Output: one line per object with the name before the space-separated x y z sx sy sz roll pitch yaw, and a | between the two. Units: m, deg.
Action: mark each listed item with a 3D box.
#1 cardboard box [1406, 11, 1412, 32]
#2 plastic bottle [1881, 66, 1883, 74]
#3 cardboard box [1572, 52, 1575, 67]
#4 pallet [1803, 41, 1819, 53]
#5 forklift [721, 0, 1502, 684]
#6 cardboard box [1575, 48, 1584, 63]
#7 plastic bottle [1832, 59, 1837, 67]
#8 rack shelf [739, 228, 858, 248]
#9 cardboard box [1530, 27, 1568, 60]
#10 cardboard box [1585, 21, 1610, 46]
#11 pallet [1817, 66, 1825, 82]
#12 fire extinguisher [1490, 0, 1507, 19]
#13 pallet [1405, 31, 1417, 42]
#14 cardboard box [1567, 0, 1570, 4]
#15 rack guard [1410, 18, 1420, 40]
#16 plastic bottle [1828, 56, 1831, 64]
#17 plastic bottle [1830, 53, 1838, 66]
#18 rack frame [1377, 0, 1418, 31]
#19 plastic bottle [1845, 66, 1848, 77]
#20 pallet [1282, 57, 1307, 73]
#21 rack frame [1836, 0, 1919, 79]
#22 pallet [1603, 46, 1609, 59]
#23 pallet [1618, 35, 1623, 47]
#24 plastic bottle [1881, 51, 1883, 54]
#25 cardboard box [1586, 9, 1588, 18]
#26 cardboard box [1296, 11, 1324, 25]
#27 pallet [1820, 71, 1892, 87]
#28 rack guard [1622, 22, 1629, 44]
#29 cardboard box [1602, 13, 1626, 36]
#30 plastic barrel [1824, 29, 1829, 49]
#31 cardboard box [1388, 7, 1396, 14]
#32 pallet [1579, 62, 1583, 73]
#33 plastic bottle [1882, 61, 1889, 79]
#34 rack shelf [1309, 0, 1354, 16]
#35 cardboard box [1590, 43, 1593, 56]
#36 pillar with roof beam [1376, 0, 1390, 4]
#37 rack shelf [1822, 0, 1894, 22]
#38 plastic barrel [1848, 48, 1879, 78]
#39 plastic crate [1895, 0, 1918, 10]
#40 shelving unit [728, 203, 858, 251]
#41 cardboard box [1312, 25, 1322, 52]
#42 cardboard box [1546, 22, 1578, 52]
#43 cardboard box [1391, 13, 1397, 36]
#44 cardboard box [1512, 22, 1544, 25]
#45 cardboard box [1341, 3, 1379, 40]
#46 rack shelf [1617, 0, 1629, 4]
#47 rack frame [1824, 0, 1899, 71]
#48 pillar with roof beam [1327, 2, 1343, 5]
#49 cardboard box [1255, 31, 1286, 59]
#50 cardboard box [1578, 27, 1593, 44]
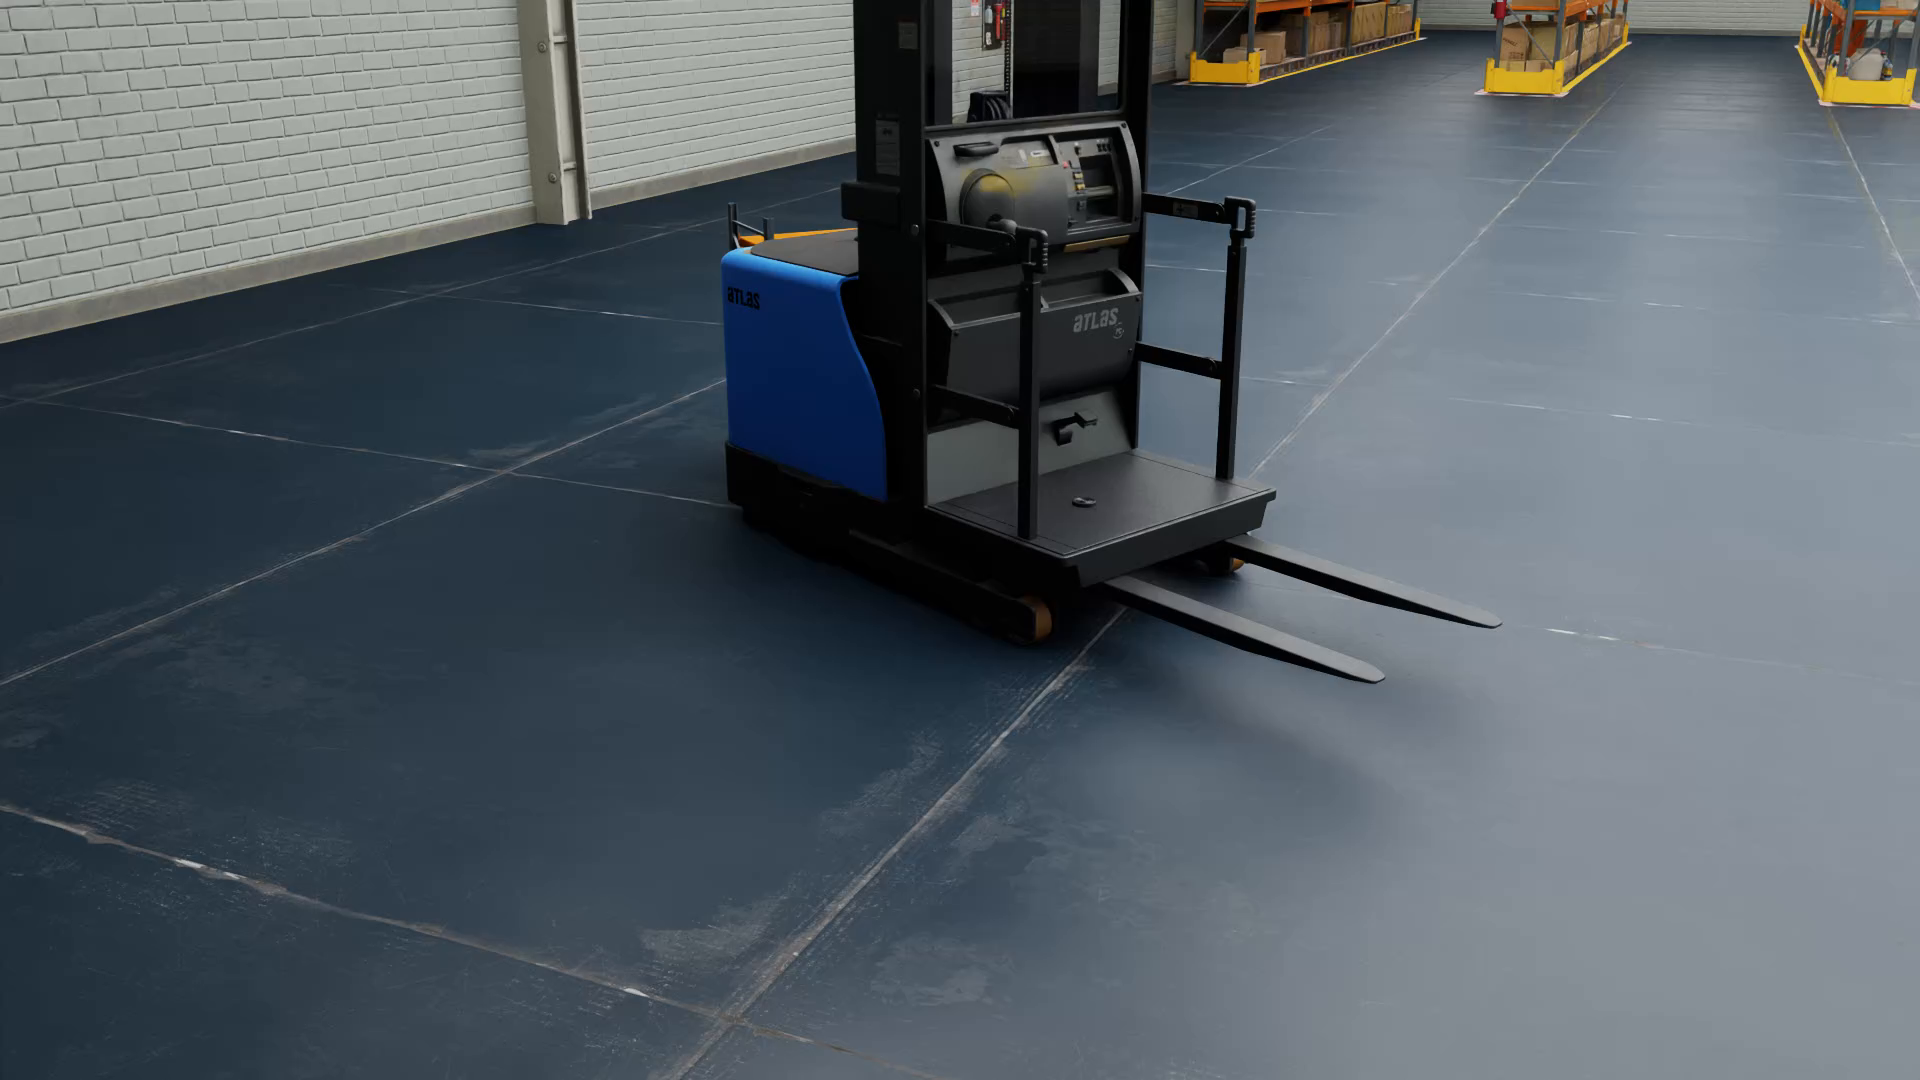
cardboard box | 10.874 -12.973 41.574 0.700 0.500 0.500 9 21 23
plastic bottle | 14.888 -7.559 26.766 0.097 0.201 0.097 0 20 0
cardboard box | 10.472 -8.413 29.125 0.500 0.250 0.500 9 21 23
pallet | 19.233 -10.889 36.772 1.003 0.211 1.213 9 21 23
forklift | 0.413 -1.225 5.538 1.130 2.935 3.031 -17 25 -39
cardboard box | 11.067 -8.825 30.285 0.500 0.250 0.500 8 21 21
plastic bottle | 13.939 -7.517 26.527 0.061 0.283 0.133 9 22 24
rack shelf | -0.432 -1.213 7.327 1.000 0.278 0.538 -9 22 -24
cardboard box | 9.664 -8.153 27.275 0.500 0.500 0.500 9 21 23
cardboard box | 13.389 -10.660 35.039 0.500 0.500 0.500 8 21 21
pallet | 15.480 -8.084 28.886 1.003 0.211 1.213 9 21 23
fire extinguisher | 8.566 -8.602 26.295 0.296 0.674 0.183 9 21 23
pallet | 10.813 -12.611 41.616 1.003 0.211 1.213 9 21 23
cardboard box | 9.872 -9.273 27.916 0.700 0.500 0.500 9 22 24
rack guard | 11.079 -13.010 42.305 1.175 0.500 0.348 9 21 23
plastic bottle | 14.556 -7.937 27.718 0.152 0.276 0.135 9 22 25
plastic bottle | 14.233 -7.735 27.037 0.144 0.351 0.185 8 21 22
rack frame | 11.069 -14.181 41.866 1.000 3.000 0.127 9 21 23
plastic bottle | 14.214 -7.545 26.727 0.097 0.201 0.097 0 20 0
pallet | 5.912 -8.988 31.427 1.003 0.211 1.213 9 21 23
rack frame | 13.556 -7.930 24.290 1.000 3.000 0.127 9 21 23
pallet | 13.155 -10.337 35.221 1.003 0.211 1.213 9 21 23
pallet | 15.233 -11.921 39.674 1.003 0.211 1.213 9 21 23
plastic bottle | 15.193 -7.876 27.434 0.144 0.351 0.185 8 21 21
cardboard box | 13.122 -11.242 35.558 0.500 0.250 0.500 9 21 23
cardboard box | 7.049 -10.567 33.660 0.500 0.250 0.500 8 21 22
pallet | 14.881 -7.639 27.635 1.003 0.211 1.213 9 21 23
rack guard | 15.559 -12.301 40.311 1.175 0.500 0.348 9 21 23
cardboard box | 15.592 -12.331 39.741 0.500 0.500 0.500 9 21 23
plastic barrel | 17.628 -10.083 33.431 0.421 0.512 0.421 0 20 0
cardboard box | 10.138 -12.578 39.495 0.380 0.149 0.250 9 22 25
pallet | 10.942 -8.750 30.759 1.003 0.211 1.213 9 21 23
plastic bottle | 14.723 -7.468 26.407 0.097 0.271 0.097 0 20 0
rack shelf | 6.974 -10.785 33.391 1.077 0.370 4.000 9 21 23
cardboard box | 11.905 -9.453 32.050 0.500 0.250 0.500 9 22 24
pillar with roof beam | 15.313 -17.360 41.854 9.100 9.000 0.400 9 21 23
rack shelf | 16.013 -9.425 29.568 1.077 0.370 4.000 9 21 23
plastic barrel | 13.961 -7.321 25.663 0.421 0.512 0.421 0 20 0
plastic crate | 14.216 -8.035 24.980 0.298 0.136 0.250 9 21 23
shelving unit | -0.432 -0.937 7.425 1.048 1.125 0.538 -9 22 -24
cardboard box | 6.853 -10.084 33.422 0.700 0.500 0.500 9 21 23
cardboard box | 10.470 -8.766 29.000 0.500 0.500 0.500 9 21 23
cardboard box | 10.040 -12.346 39.810 0.700 0.500 0.500 8 21 22
cardboard box | 9.791 -8.685 28.770 0.500 0.500 0.500 9 21 23
cardboard box | 8.922 -11.654 37.343 0.750 0.750 0.750 9 22 24
rack shelf | 14.771 -12.552 38.359 1.077 0.370 4.000 9 21 23
rack frame | 15.194 -9.153 27.729 1.000 3.000 0.127 9 21 23
pillar with roof beam | 12.856 -15.526 36.697 9.100 9.000 0.400 9 21 23
cardboard box | 5.767 -9.219 30.989 0.500 0.500 0.500 7 21 19
cardboard box | 11.701 -9.562 31.521 0.500 0.311 0.500 9 22 24
